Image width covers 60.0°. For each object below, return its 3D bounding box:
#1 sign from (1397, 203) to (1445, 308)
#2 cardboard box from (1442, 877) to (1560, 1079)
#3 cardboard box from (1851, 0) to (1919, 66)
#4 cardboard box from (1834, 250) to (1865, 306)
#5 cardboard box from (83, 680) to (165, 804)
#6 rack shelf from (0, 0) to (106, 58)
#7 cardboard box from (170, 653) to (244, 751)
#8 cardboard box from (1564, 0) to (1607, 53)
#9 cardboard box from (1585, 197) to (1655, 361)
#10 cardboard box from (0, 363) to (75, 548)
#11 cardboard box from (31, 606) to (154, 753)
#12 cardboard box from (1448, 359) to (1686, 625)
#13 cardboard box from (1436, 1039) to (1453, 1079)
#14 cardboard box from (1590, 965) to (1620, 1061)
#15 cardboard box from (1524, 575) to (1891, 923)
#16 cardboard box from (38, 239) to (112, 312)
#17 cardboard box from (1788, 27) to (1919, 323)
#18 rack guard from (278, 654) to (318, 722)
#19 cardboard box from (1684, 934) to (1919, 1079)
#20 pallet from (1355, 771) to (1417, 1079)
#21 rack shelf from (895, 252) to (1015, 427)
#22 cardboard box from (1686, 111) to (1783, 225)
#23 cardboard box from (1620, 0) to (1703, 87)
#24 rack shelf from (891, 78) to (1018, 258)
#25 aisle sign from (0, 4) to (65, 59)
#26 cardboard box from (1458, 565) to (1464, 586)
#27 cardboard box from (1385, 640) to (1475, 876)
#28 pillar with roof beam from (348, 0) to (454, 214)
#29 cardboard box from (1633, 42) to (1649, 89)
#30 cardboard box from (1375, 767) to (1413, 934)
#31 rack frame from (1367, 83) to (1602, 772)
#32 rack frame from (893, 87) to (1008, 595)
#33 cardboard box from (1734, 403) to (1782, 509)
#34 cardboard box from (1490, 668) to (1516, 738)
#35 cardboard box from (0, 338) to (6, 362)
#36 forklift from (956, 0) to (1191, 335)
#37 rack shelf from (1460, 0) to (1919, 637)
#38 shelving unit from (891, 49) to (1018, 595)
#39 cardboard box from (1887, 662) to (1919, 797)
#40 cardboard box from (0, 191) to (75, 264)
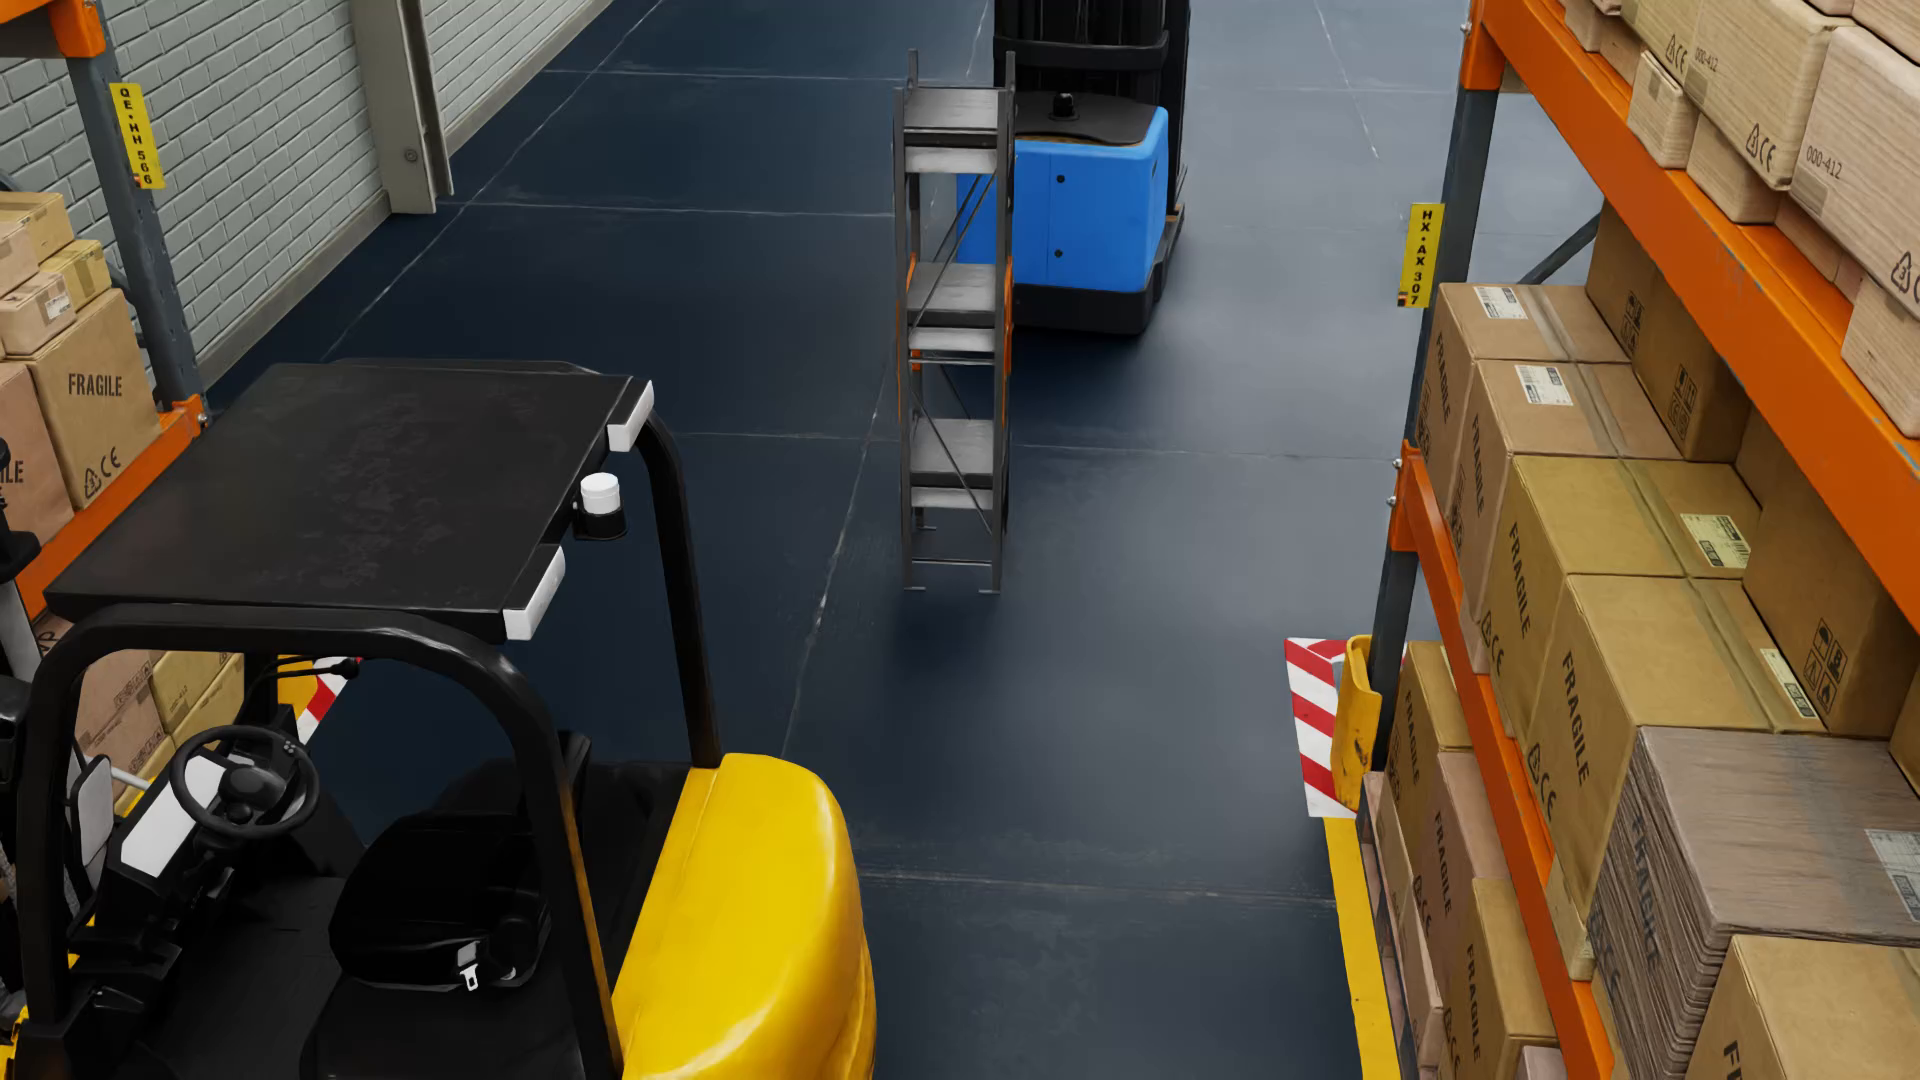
[{"bbox_3d":[1.369,-0.842,4.932,0.100,0.325,0.005,2,32,4],"label":"sign"},{"bbox_3d":[1.480,1.180,3.982,0.500,0.500,0.500,3,32,5],"label":"cardboard box"},{"bbox_3d":[1.431,-0.725,2.187,0.380,0.149,0.250,3,32,5],"label":"cardboard box"},{"bbox_3d":[1.509,-0.376,2.382,0.380,0.149,0.250,3,32,5],"label":"cardboard box"},{"bbox_3d":[-2.817,0.648,5.083,0.500,0.250,0.500,2,32,4],"label":"cardboard box"},{"bbox_3d":[-3.200,-0.585,3.168,1.077,0.370,4.000,2,32,4],"label":"rack shelf"},{"bbox_3d":[-2.761,0.590,5.653,0.500,0.250,0.500,3,32,4],"label":"cardboard box"},{"bbox_3d":[1.572,-1.183,3.690,0.380,0.149,0.250,3,32,5],"label":"cardboard box"},{"bbox_3d":[2.086,-0.769,4.307,0.700,0.500,0.500,2,32,3],"label":"cardboard box"},{"bbox_3d":[-2.867,-0.164,4.561,0.500,0.500,0.500,3,32,6],"label":"cardboard box"},{"bbox_3d":[-2.800,0.427,4.966,0.500,0.250,0.500,3,32,5],"label":"cardboard box"},{"bbox_3d":[1.556,-0.113,4.195,0.500,0.500,0.500,3,32,5],"label":"cardboard box"},{"bbox_3d":[1.488,1.504,4.171,0.500,0.250,0.500,5,32,7],"label":"cardboard box"},{"bbox_3d":[1.437,0.903,3.165,0.380,0.149,0.250,2,32,3],"label":"cardboard box"},{"bbox_3d":[1.482,0.420,3.331,0.500,0.500,0.500,2,32,3],"label":"cardboard box"},{"bbox_3d":[-2.786,-0.786,4.953,0.380,0.149,0.250,3,32,5],"label":"cardboard box"},{"bbox_3d":[1.448,-0.471,2.156,0.500,0.250,0.500,2,32,3],"label":"cardboard box"},{"bbox_3d":[-3.036,0.391,6.139,1.175,0.500,0.348,2,32,4],"label":"rack guard"},{"bbox_3d":[1.408,0.959,2.455,0.500,0.500,0.500,3,32,6],"label":"cardboard box"},{"bbox_3d":[1.802,1.200,5.102,1.003,0.211,1.213,2,32,4],"label":"pallet"},{"bbox_3d":[-0.013,-0.796,6.566,0.431,0.518,0.480,2,32,4],"label":"rack shelf"},{"bbox_3d":[1.477,-0.646,2.819,0.380,0.149,0.250,2,32,3],"label":"cardboard box"},{"bbox_3d":[1.535,-1.004,3.021,0.500,0.250,0.500,3,32,5],"label":"cardboard box"},{"bbox_3d":[-0.014,-1.392,6.199,0.431,0.518,0.480,2,32,4],"label":"rack shelf"},{"bbox_3d":[-2.739,-1.789,4.816,0.394,0.787,0.004,2,32,4],"label":"aisle sign"},{"bbox_3d":[1.567,0.093,4.479,0.380,0.149,0.250,1,32,2],"label":"cardboard box"},{"bbox_3d":[1.567,0.645,4.851,0.500,0.500,0.500,1,32,2],"label":"cardboard box"},{"bbox_3d":[0.787,-5.842,8.153,9.100,9.000,0.400,2,32,4],"label":"pillar with roof beam"},{"bbox_3d":[1.558,-0.913,3.253,0.380,0.149,0.250,2,32,2],"label":"cardboard box"},{"bbox_3d":[1.569,0.951,5.068,0.500,0.250,0.500,2,32,4],"label":"cardboard box"},{"bbox_3d":[1.910,-0.450,5.122,1.000,3.000,0.127,2,32,4],"label":"rack frame"},{"bbox_3d":[-0.033,-0.680,6.352,0.400,2.100,0.015,2,32,4],"label":"rack frame"},{"bbox_3d":[2.098,-0.233,3.438,0.700,0.500,0.500,2,32,3],"label":"cardboard box"},{"bbox_3d":[1.513,0.361,4.045,0.380,0.149,0.250,3,32,5],"label":"cardboard box"},{"bbox_3d":[-2.860,-0.518,4.518,0.380,0.149,0.250,3,32,5],"label":"cardboard box"},{"bbox_3d":[0.787,-3.107,9.498,1.130,2.935,3.031,7,32,11],"label":"forklift"},{"bbox_3d":[1.747,-0.375,2.827,1.077,0.370,4.000,2,32,4],"label":"rack shelf"},{"bbox_3d":[-0.013,-0.807,6.559,0.431,2.100,0.503,2,32,4],"label":"shelving unit"},{"bbox_3d":[1.968,0.298,2.576,0.700,0.500,0.500,2,32,3],"label":"cardboard box"},{"bbox_3d":[-2.857,-0.910,4.870,0.380,0.149,0.250,3,32,4],"label":"cardboard box"}]
